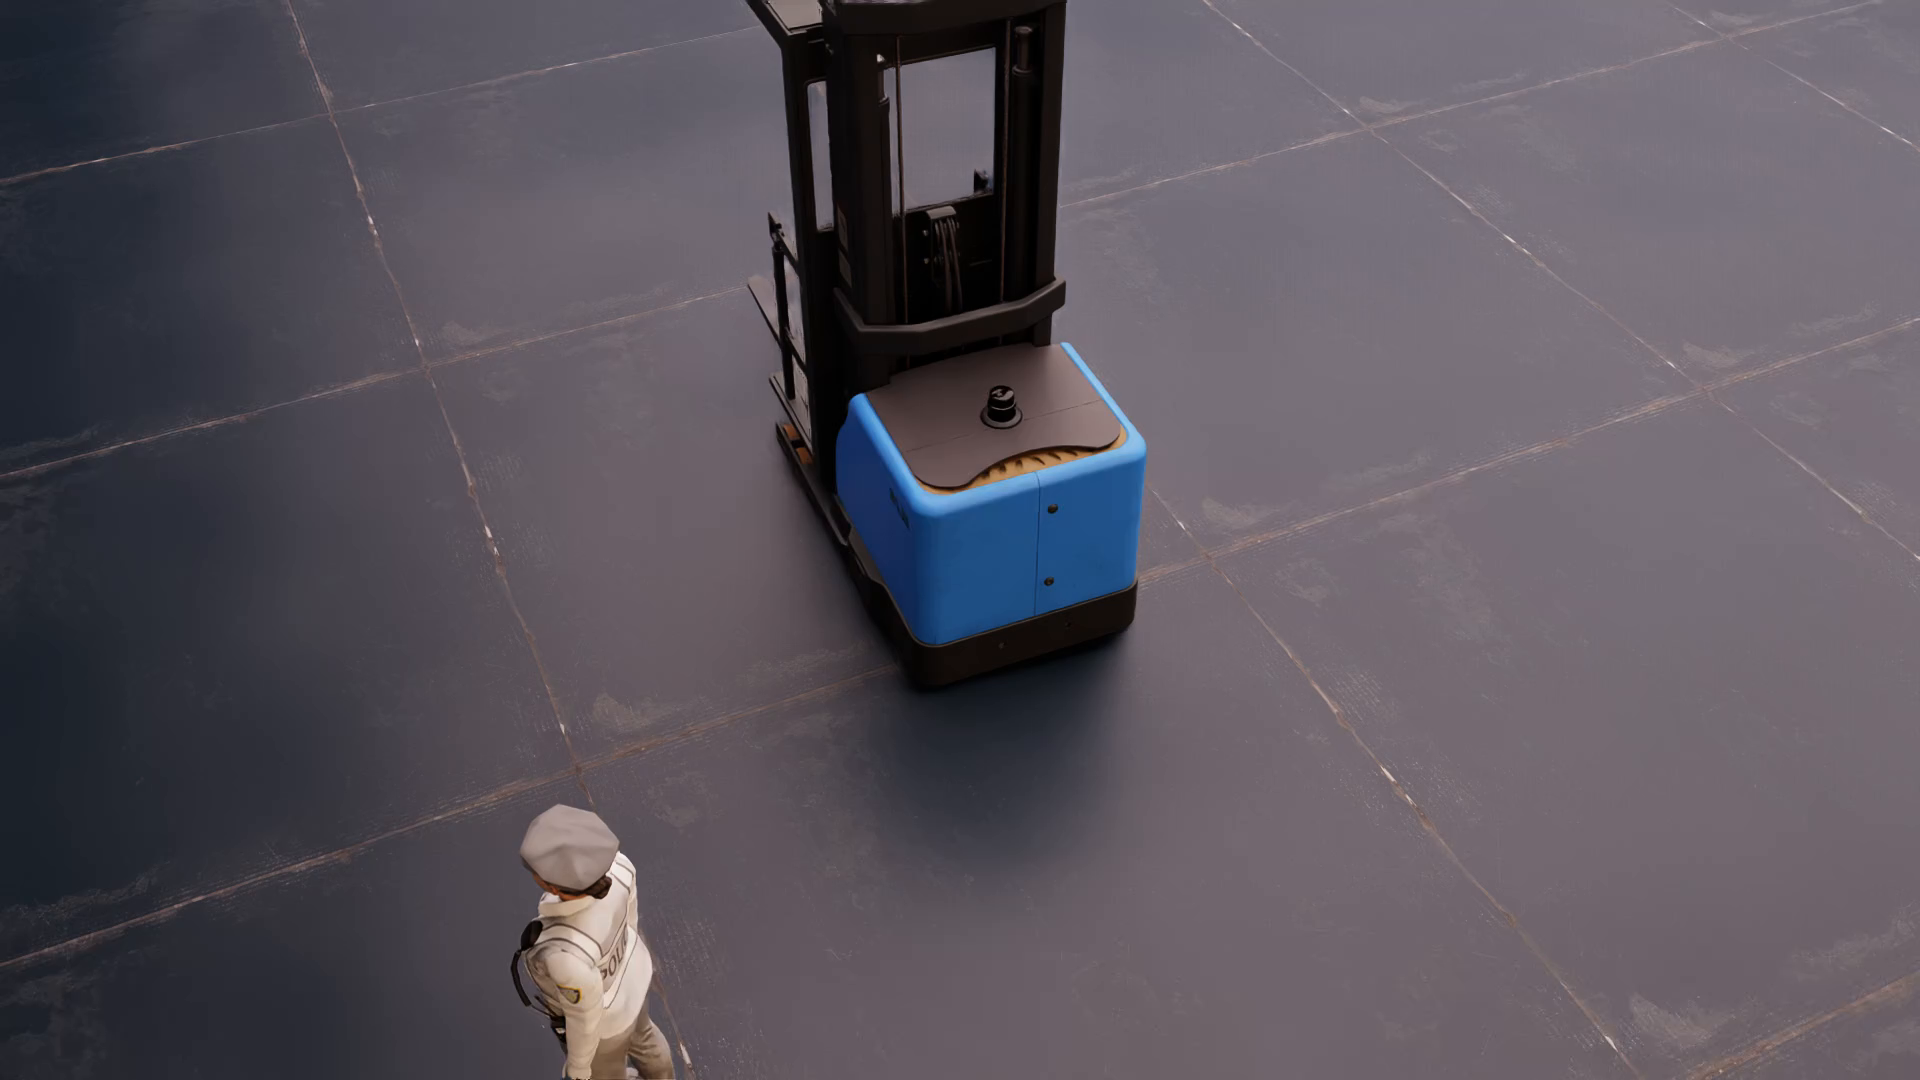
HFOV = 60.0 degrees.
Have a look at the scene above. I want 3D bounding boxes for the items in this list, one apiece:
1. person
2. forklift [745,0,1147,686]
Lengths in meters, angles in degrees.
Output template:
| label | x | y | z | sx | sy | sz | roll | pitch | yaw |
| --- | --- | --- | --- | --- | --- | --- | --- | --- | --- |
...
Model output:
| label | x | y | z | sx | sy | sz | roll | pitch | yaw |
| --- | --- | --- | --- | --- | --- | --- | --- | --- | --- |
| person | -1.112 | 1.403 | 5.092 | 0.335 | 1.690 | 0.485 | 7 | 44 | 8 |
| forklift | -0.262 | -1.468 | 7.253 | 1.130 | 2.935 | 3.031 | -16 | 45 | -16 |
